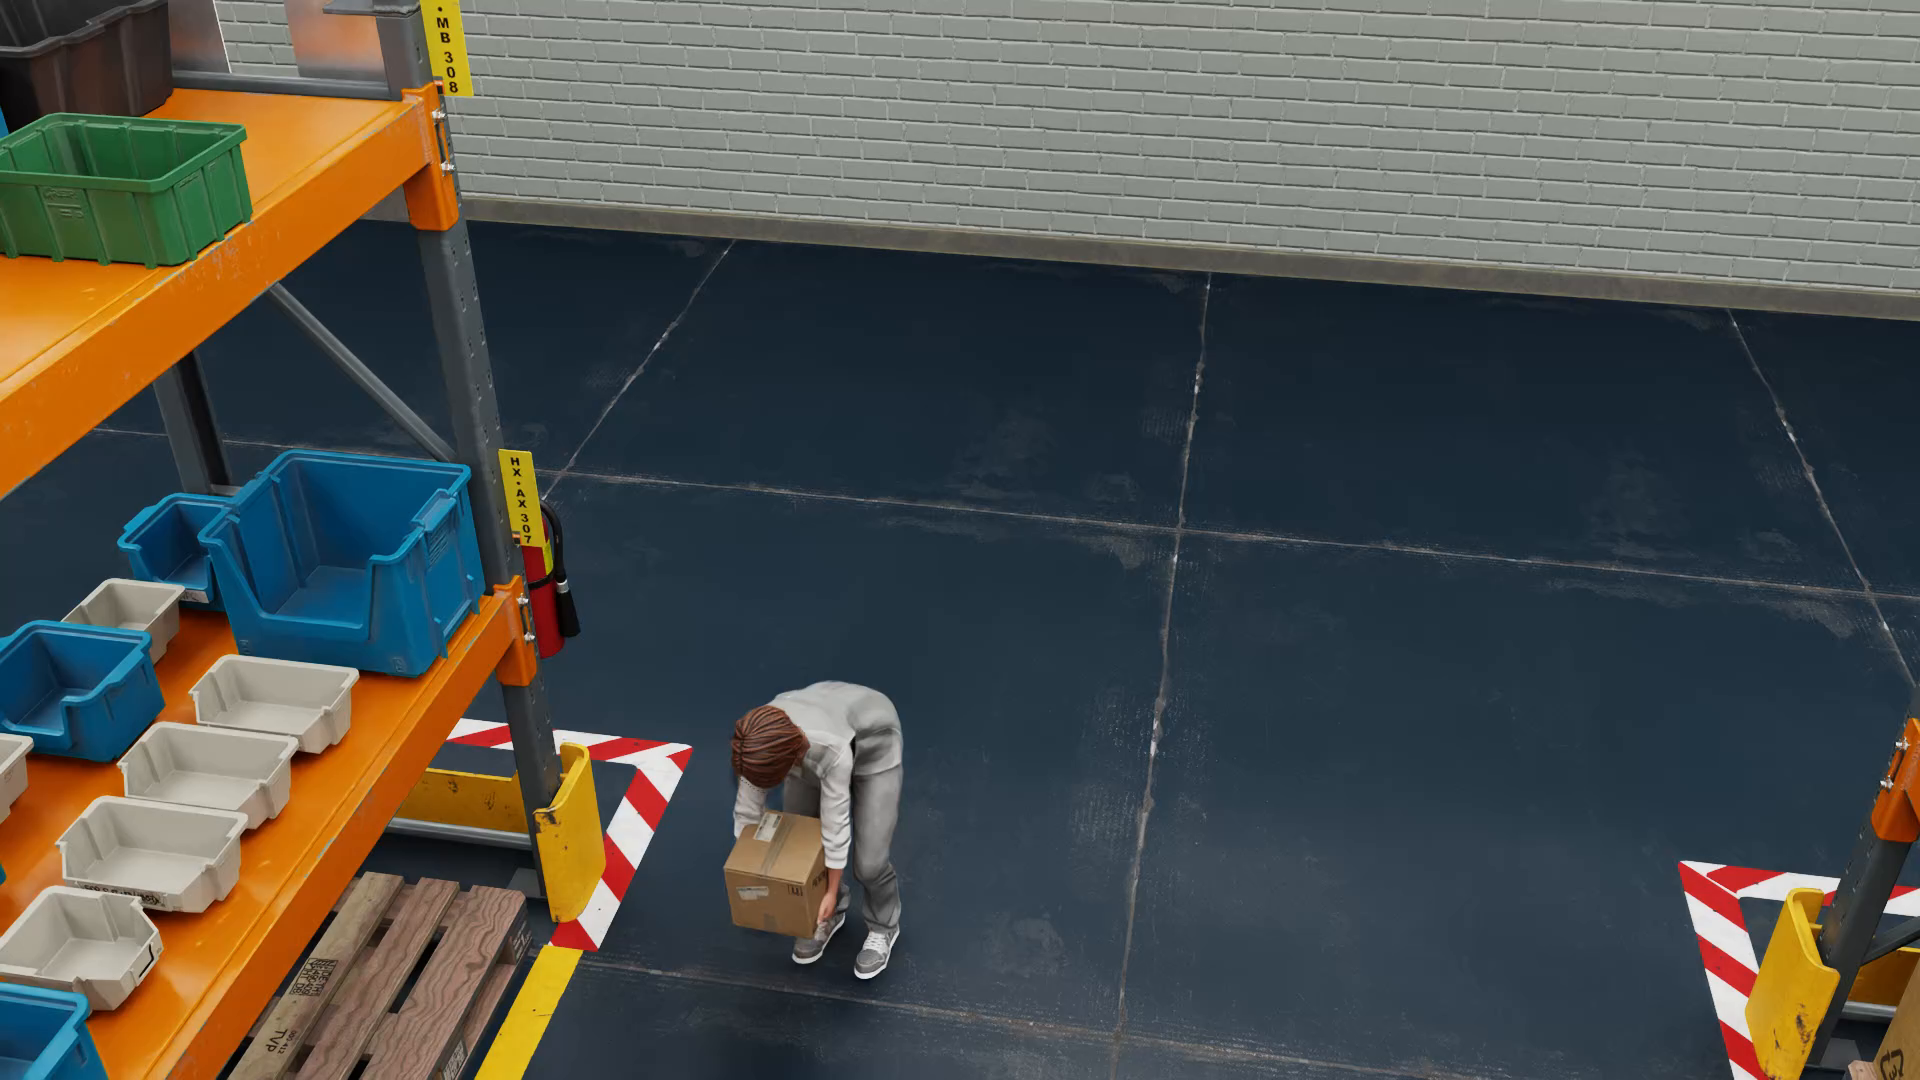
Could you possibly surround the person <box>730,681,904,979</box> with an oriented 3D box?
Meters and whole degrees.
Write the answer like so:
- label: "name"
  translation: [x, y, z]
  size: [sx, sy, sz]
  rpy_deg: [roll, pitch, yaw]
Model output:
- label: "person"
  translation: [-0.436, 0.882, 5.068]
  size: [0.382, 1.289, 0.782]
  rpy_deg: [13, 35, 19]
